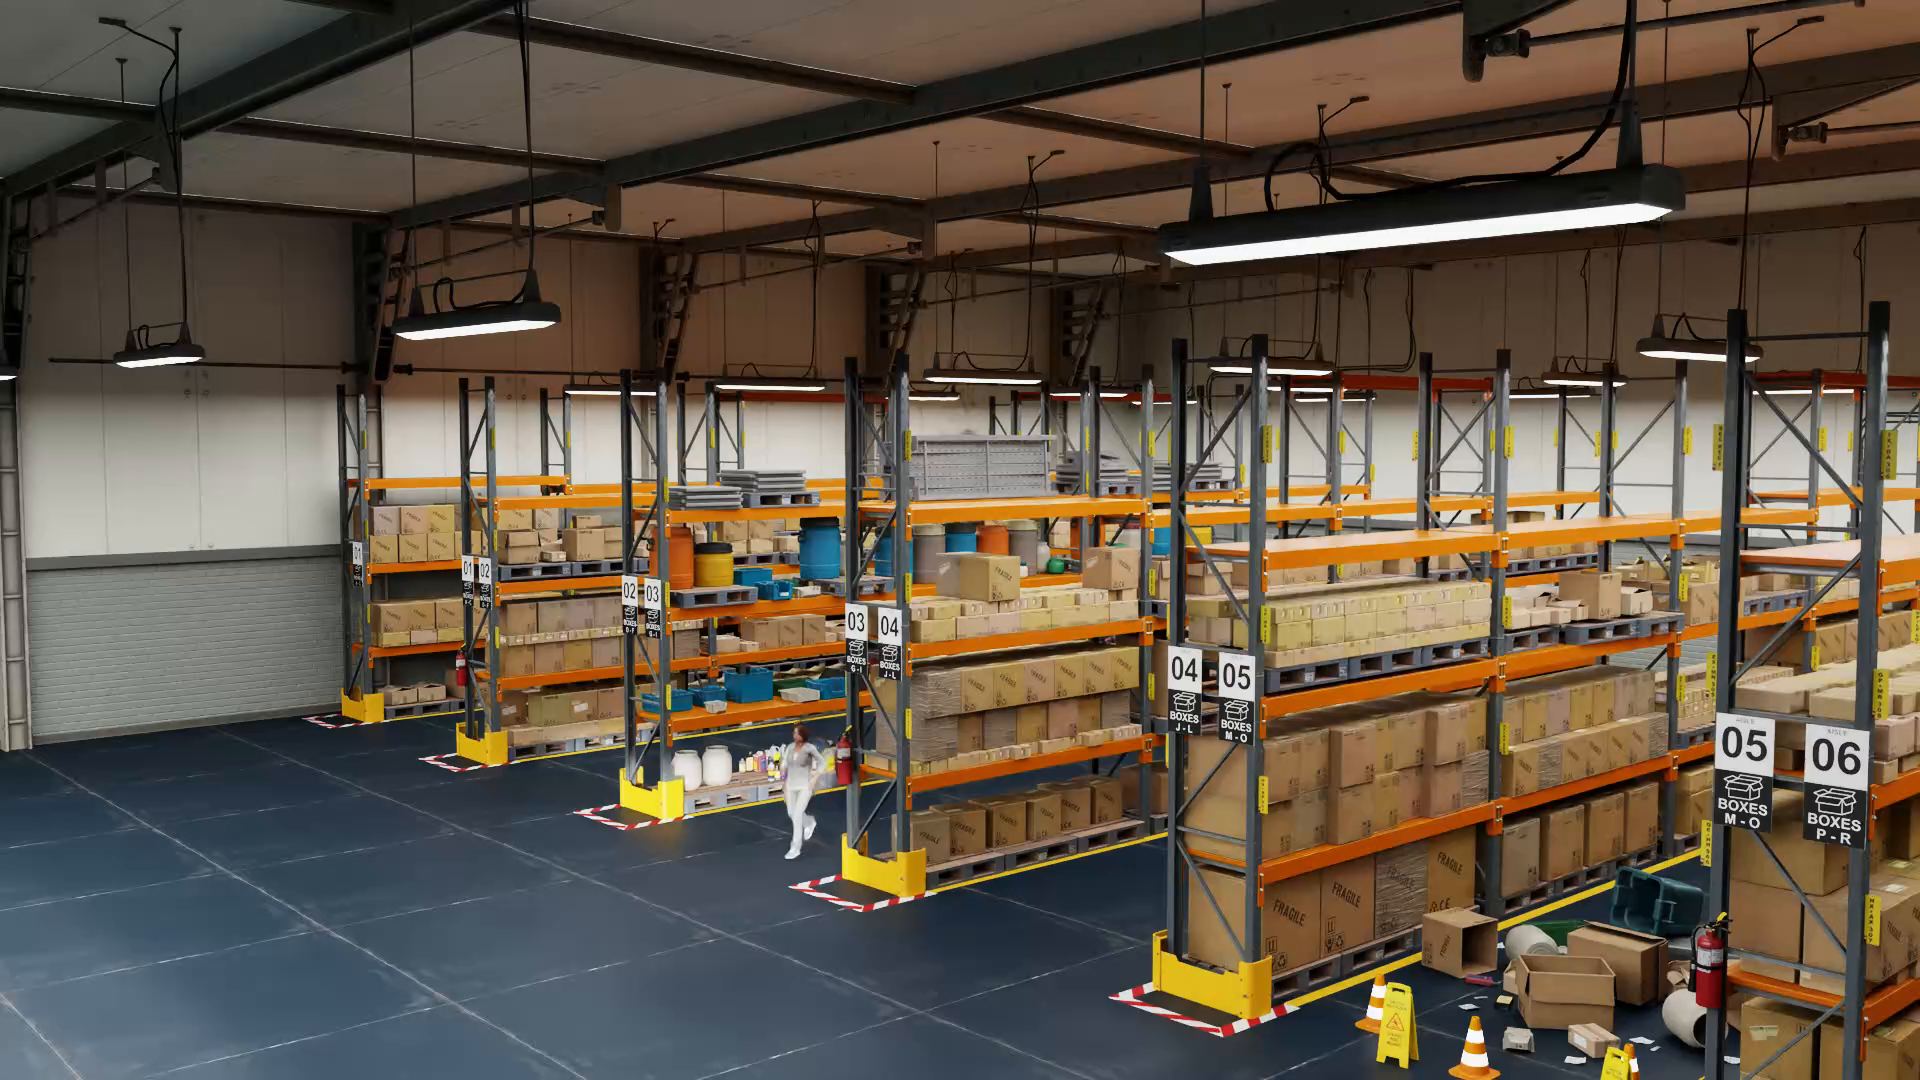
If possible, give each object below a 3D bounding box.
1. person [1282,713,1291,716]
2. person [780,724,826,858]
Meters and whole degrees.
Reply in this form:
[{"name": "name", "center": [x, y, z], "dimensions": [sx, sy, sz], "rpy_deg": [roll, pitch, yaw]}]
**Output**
[{"name": "person", "center": [3.989, 2.957, 20.290], "dimensions": [0.664, 1.742, 0.626], "rpy_deg": [3, 5, 40]}, {"name": "person", "center": [-1.938, 3.037, 20.335], "dimensions": [0.552, 1.575, 0.819], "rpy_deg": [2, 4, 25]}]
